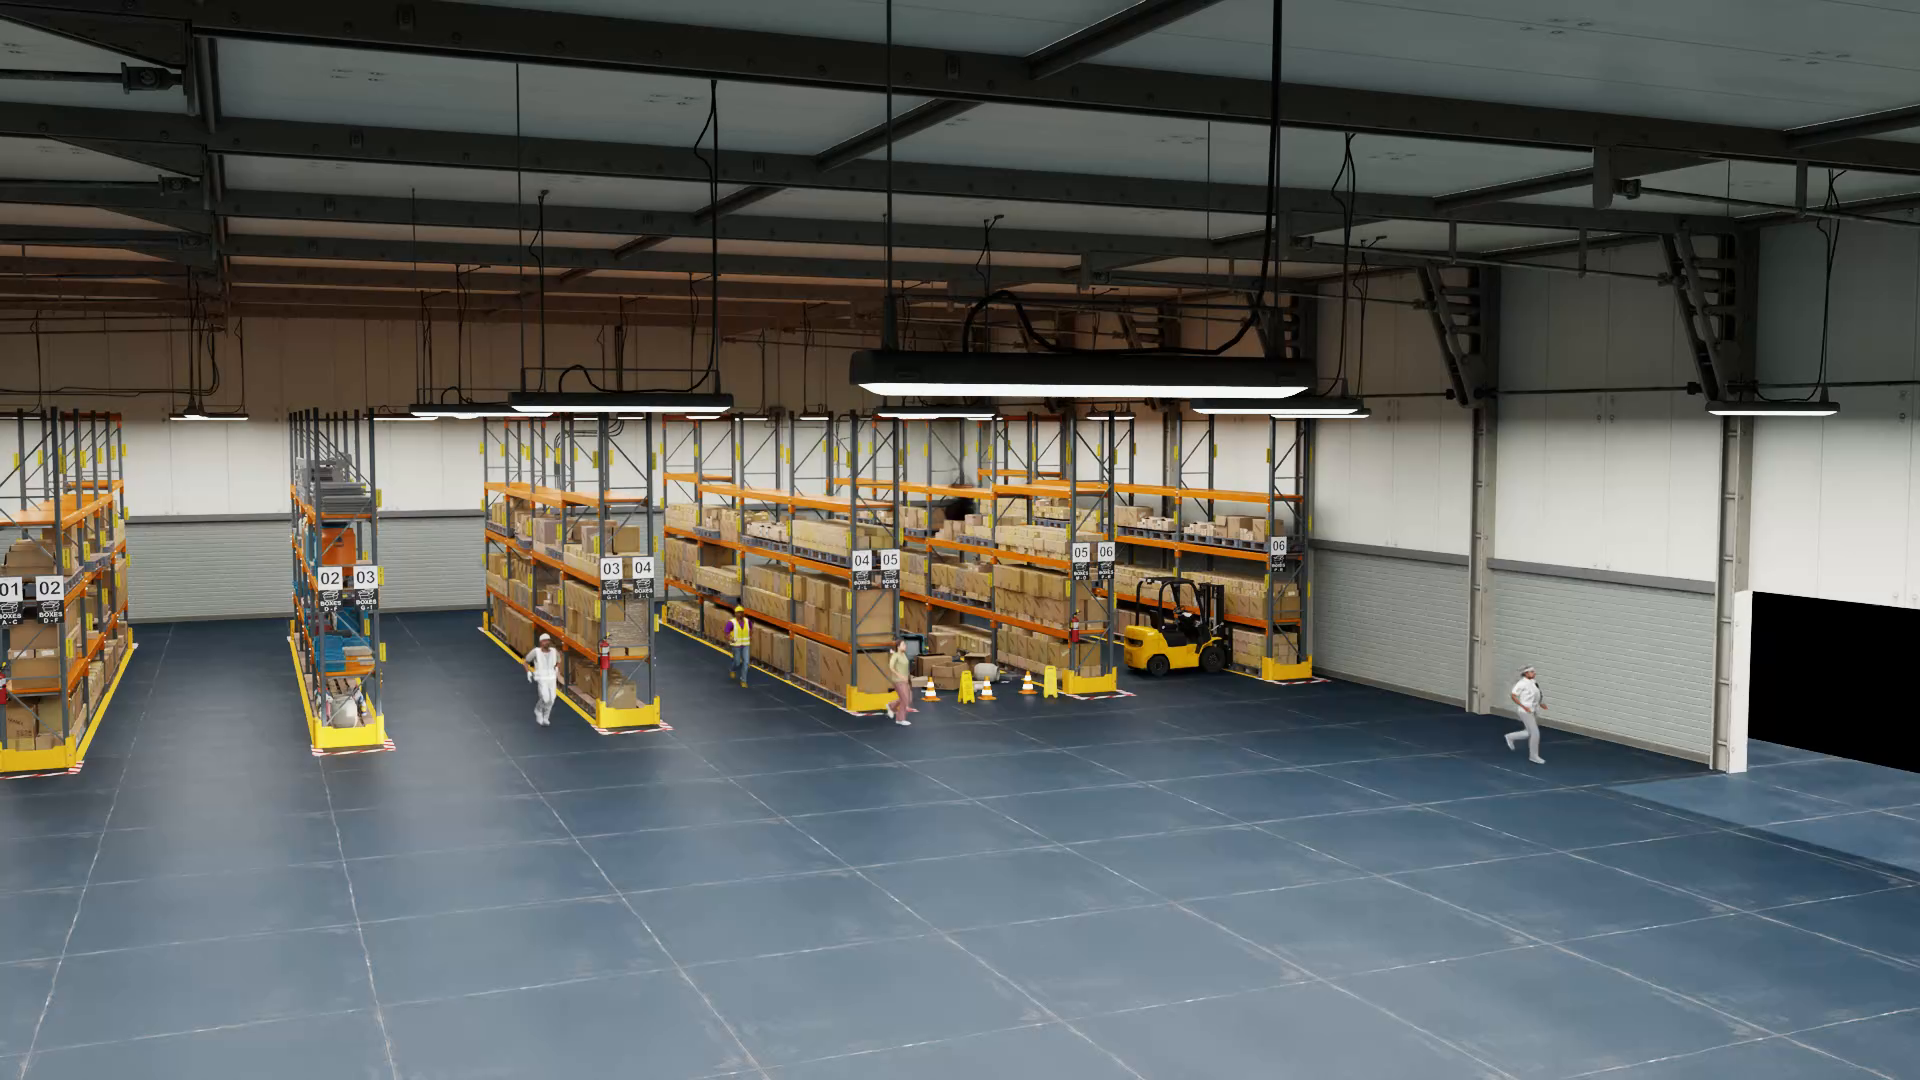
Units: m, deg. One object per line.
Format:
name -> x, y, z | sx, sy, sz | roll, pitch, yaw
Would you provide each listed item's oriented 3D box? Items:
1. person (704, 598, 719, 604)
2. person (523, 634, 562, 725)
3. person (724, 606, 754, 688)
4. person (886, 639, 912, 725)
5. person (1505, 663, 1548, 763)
person -> -7.465, 1.410, 49.747 | 0.839, 1.689, 0.624 | -2, 4, -26
person -> -7.803, 2.638, 31.355 | 0.668, 1.738, 0.634 | -3, 5, -37
person -> -4.808, 2.317, 36.322 | 0.707, 1.762, 0.891 | -2, 4, -24
person -> -1.185, 2.698, 31.715 | 0.571, 1.635, 0.610 | 2, 4, 25
person -> 9.609, 2.924, 28.248 | 0.740, 1.686, 0.577 | 4, 5, 43
